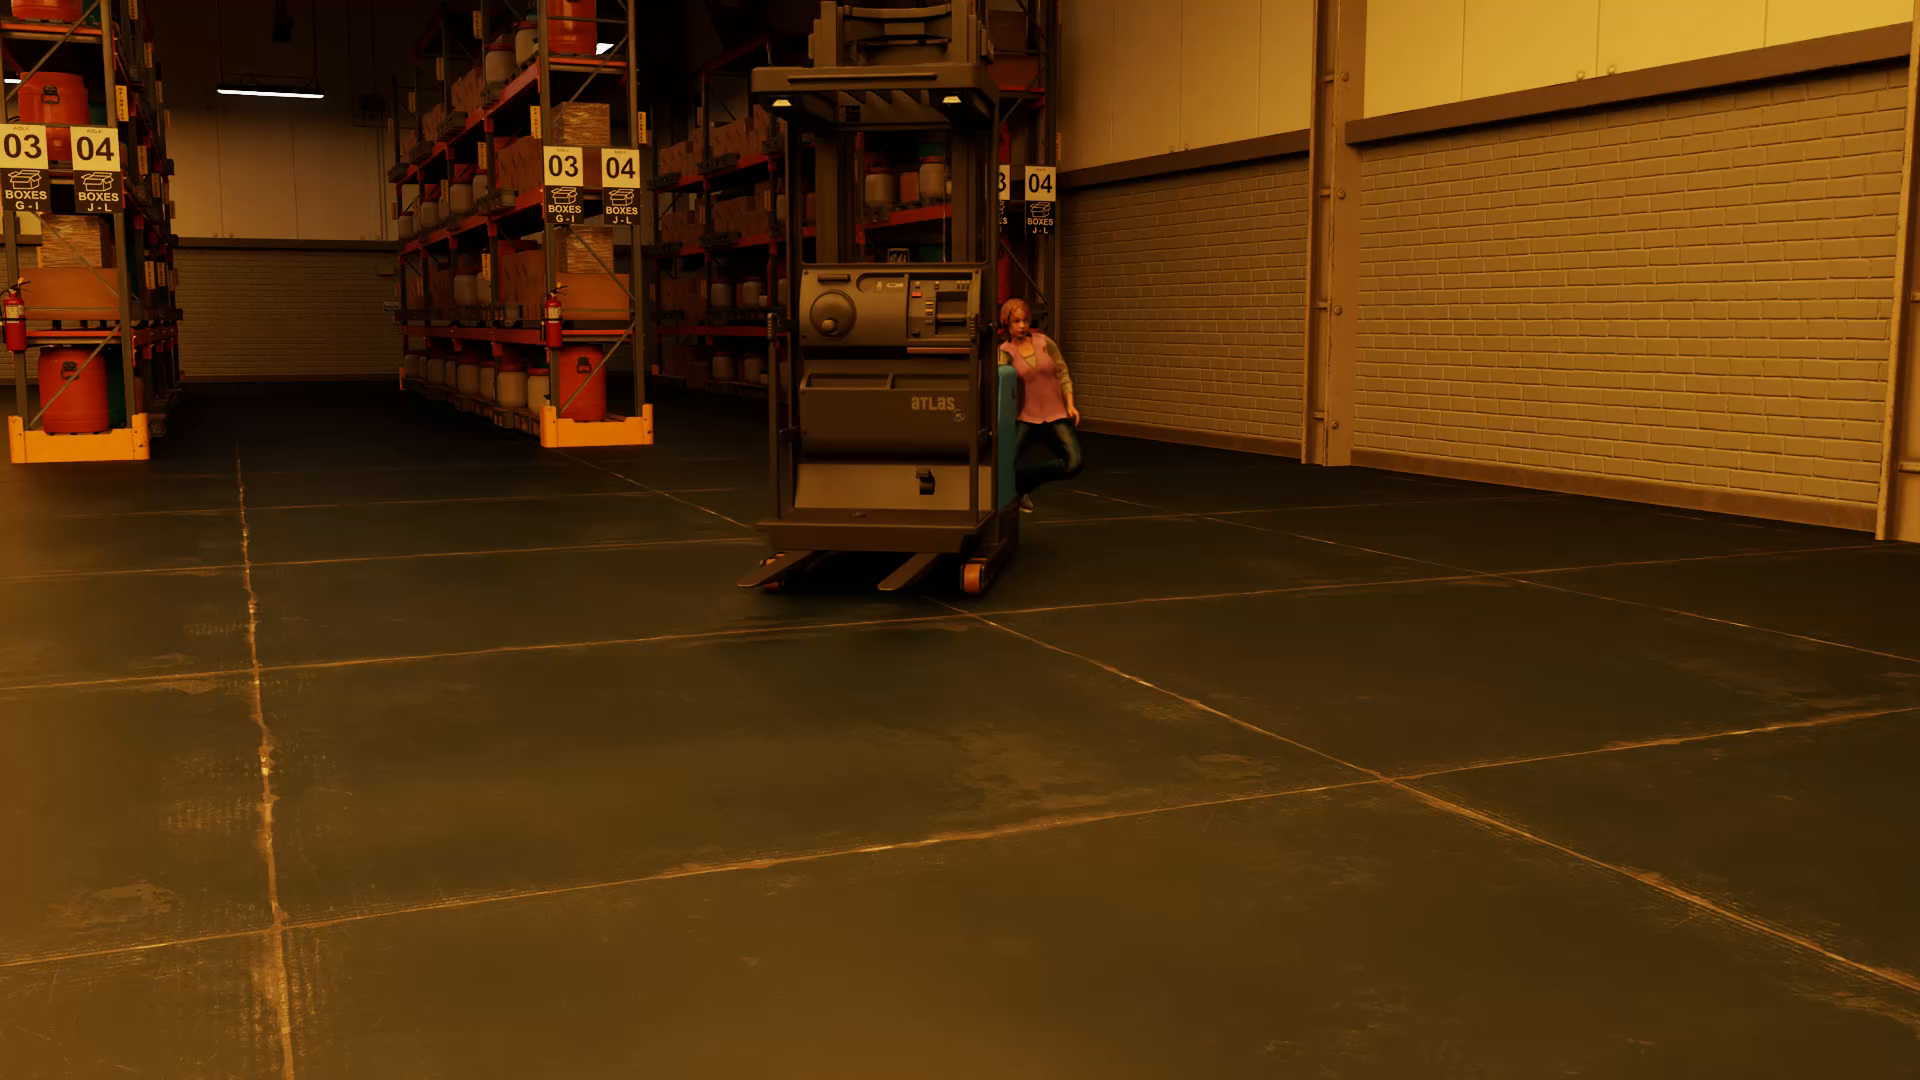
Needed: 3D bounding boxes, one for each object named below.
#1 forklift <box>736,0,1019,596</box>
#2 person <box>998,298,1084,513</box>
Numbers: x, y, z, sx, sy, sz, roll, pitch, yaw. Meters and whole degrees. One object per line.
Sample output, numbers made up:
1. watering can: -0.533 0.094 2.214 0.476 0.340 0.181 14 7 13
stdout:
1. forklift: -0.384 -1.228 8.254 1.130 2.935 3.031 1 8 8
2. person: 0.364 -0.670 9.644 0.682 1.452 0.597 -1 8 -10
